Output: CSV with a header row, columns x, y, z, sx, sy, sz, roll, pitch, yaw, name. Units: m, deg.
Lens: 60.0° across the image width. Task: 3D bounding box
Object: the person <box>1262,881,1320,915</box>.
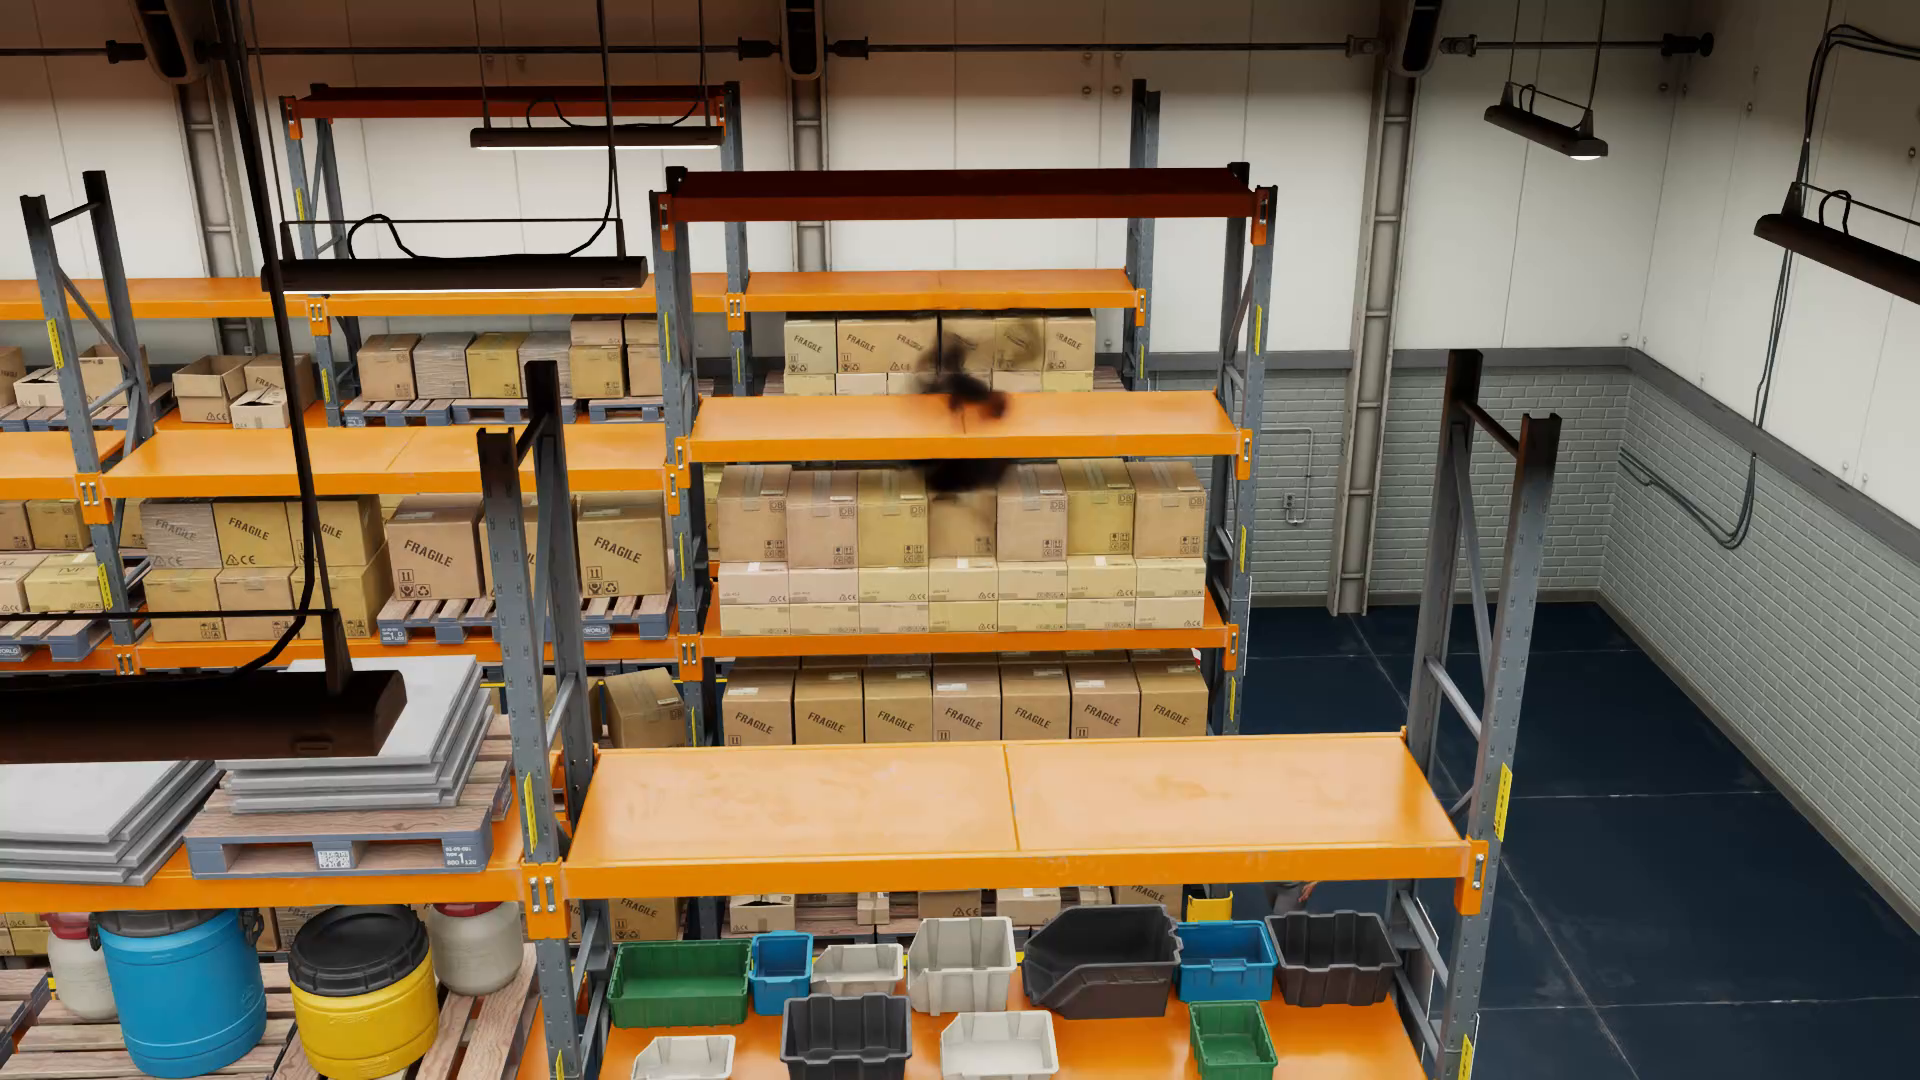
x,y,z,sx,sy,sz,roll,pitch,yaw,name
2.343,2.564,12.043,0.724,1.738,0.611,-15,27,-33,person
